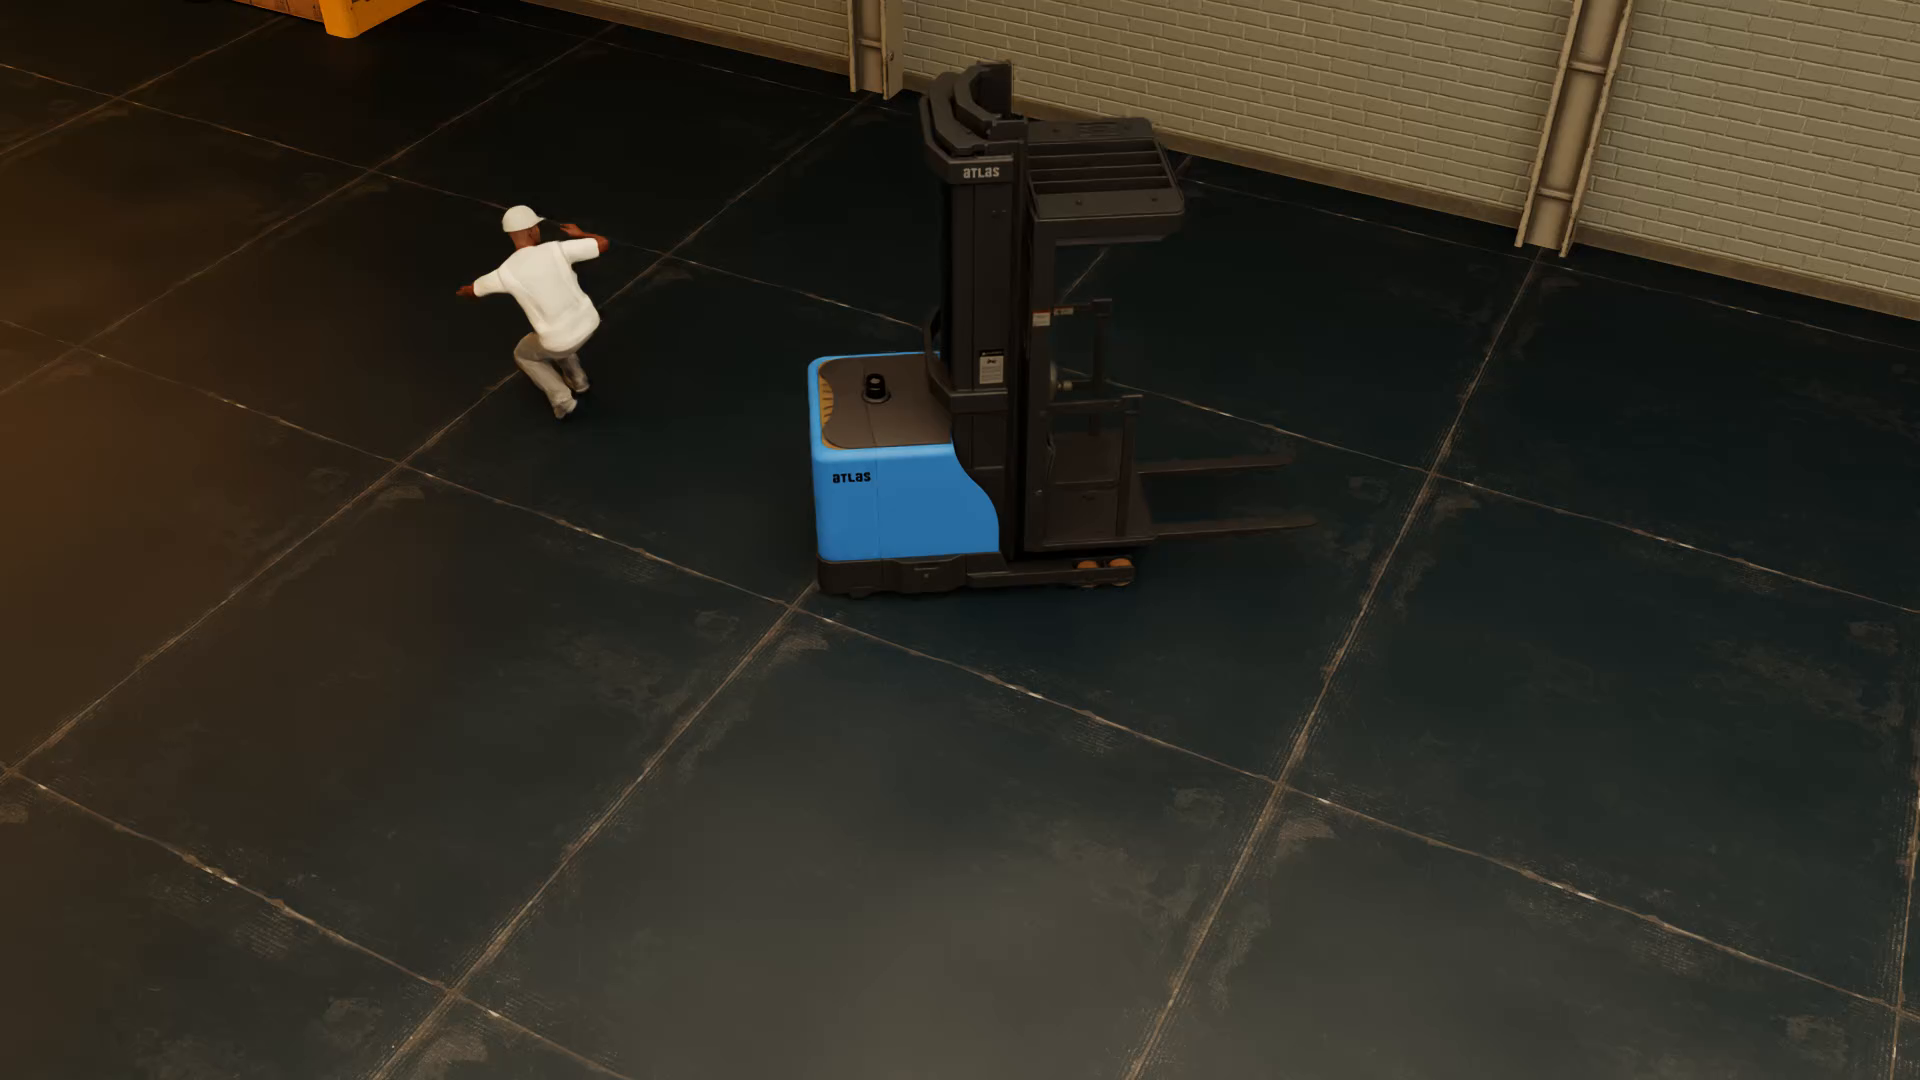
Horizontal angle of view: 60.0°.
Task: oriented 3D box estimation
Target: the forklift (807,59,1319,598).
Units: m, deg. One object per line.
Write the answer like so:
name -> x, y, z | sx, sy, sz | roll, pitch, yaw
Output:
forklift -> 0.627, -1.173, 9.379 | 3.031, 2.935, 1.130 | -4, 40, -4

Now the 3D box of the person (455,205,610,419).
person -> -2.777, -1.574, 10.991 | 0.992, 1.479, 0.837 | 33, 50, 33
